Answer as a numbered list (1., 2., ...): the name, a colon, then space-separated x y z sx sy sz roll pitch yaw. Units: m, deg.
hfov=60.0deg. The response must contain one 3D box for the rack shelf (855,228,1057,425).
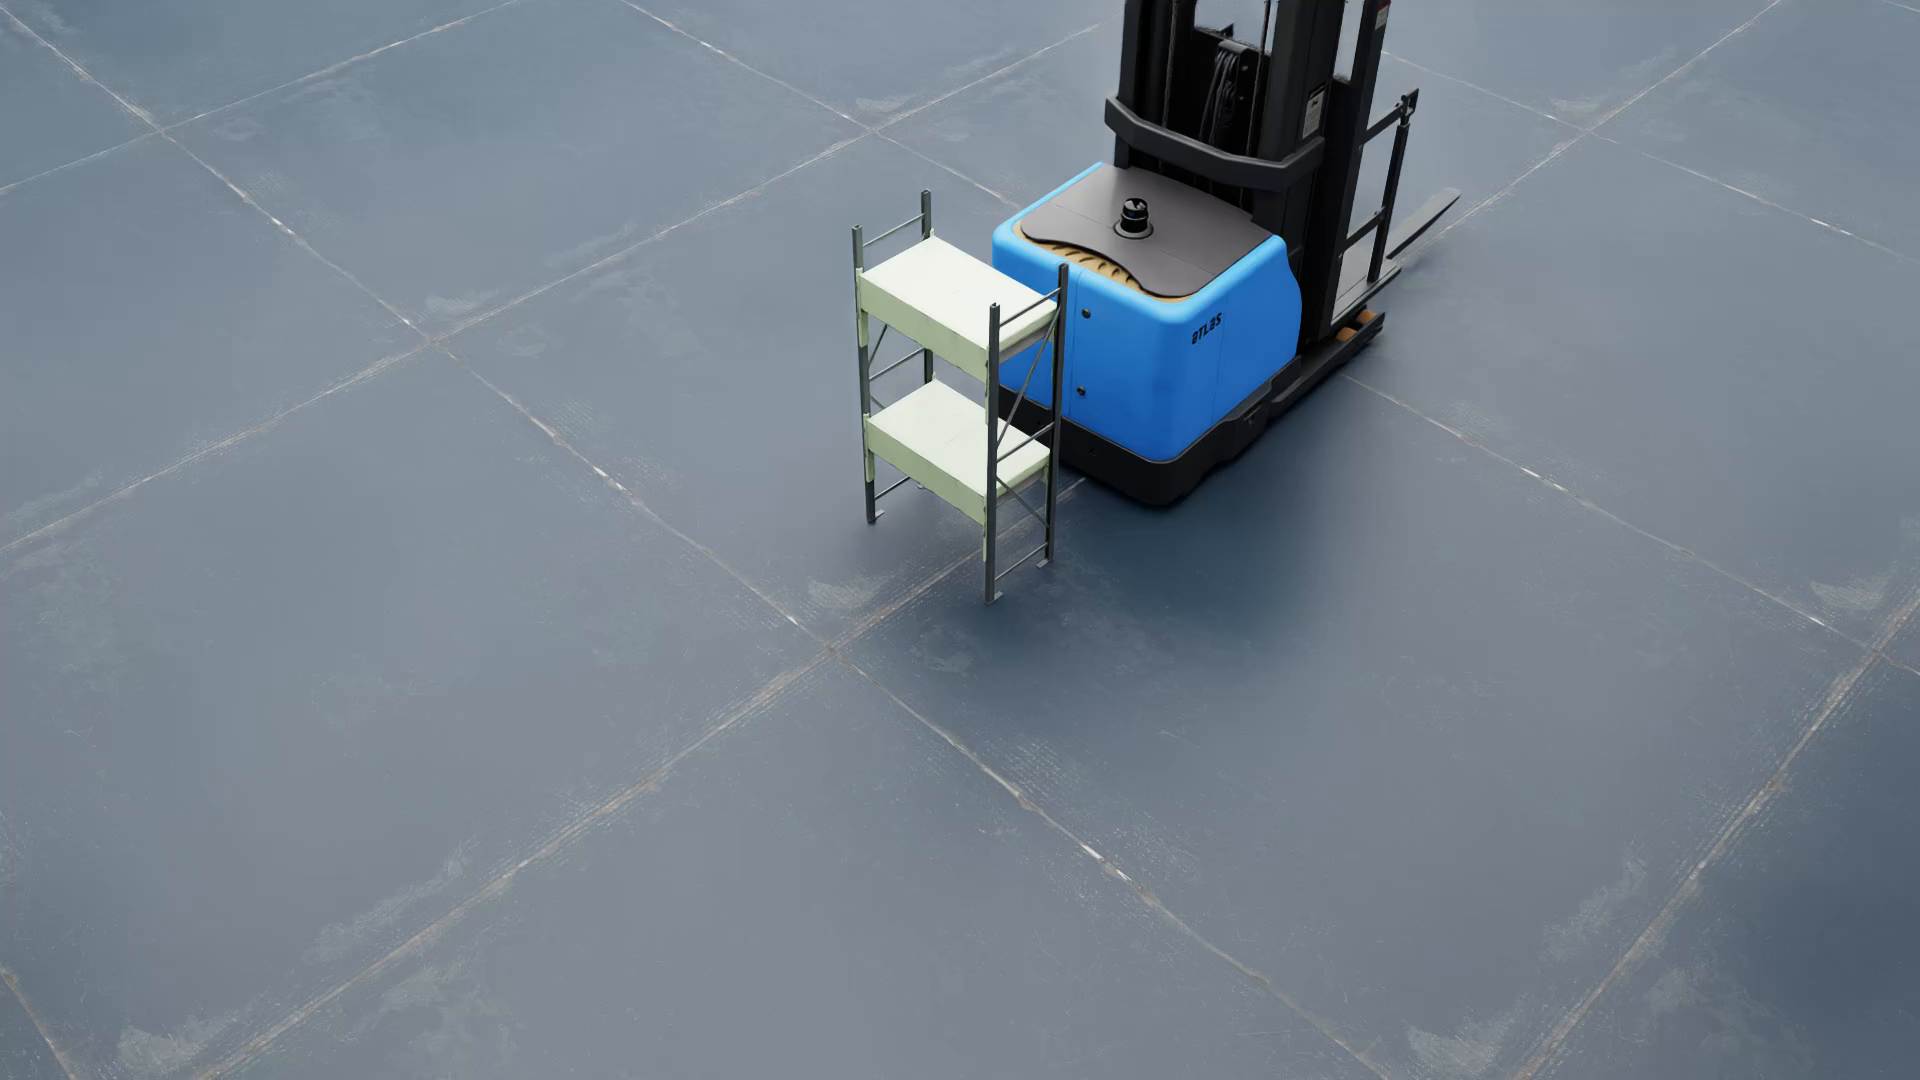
1. rack shelf: -0.005 -0.841 6.480 0.431 0.370 0.720 -34 53 -31

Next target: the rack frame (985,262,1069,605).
1. rack frame: 0.254 -0.378 6.554 0.400 1.500 0.023 -34 53 -31

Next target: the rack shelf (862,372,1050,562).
1. rack shelf: -0.005 -0.315 6.966 0.431 0.370 0.720 -34 53 -31

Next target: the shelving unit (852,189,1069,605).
1. shelving unit: -0.005 -0.554 6.744 0.431 1.500 0.755 -34 53 -31

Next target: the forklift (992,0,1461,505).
1. forklift: 1.462 -2.160 7.427 1.130 2.935 3.031 30 51 29

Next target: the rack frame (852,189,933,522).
1. rack frame: -0.263 -0.730 6.935 0.400 1.500 0.023 -34 53 -31
